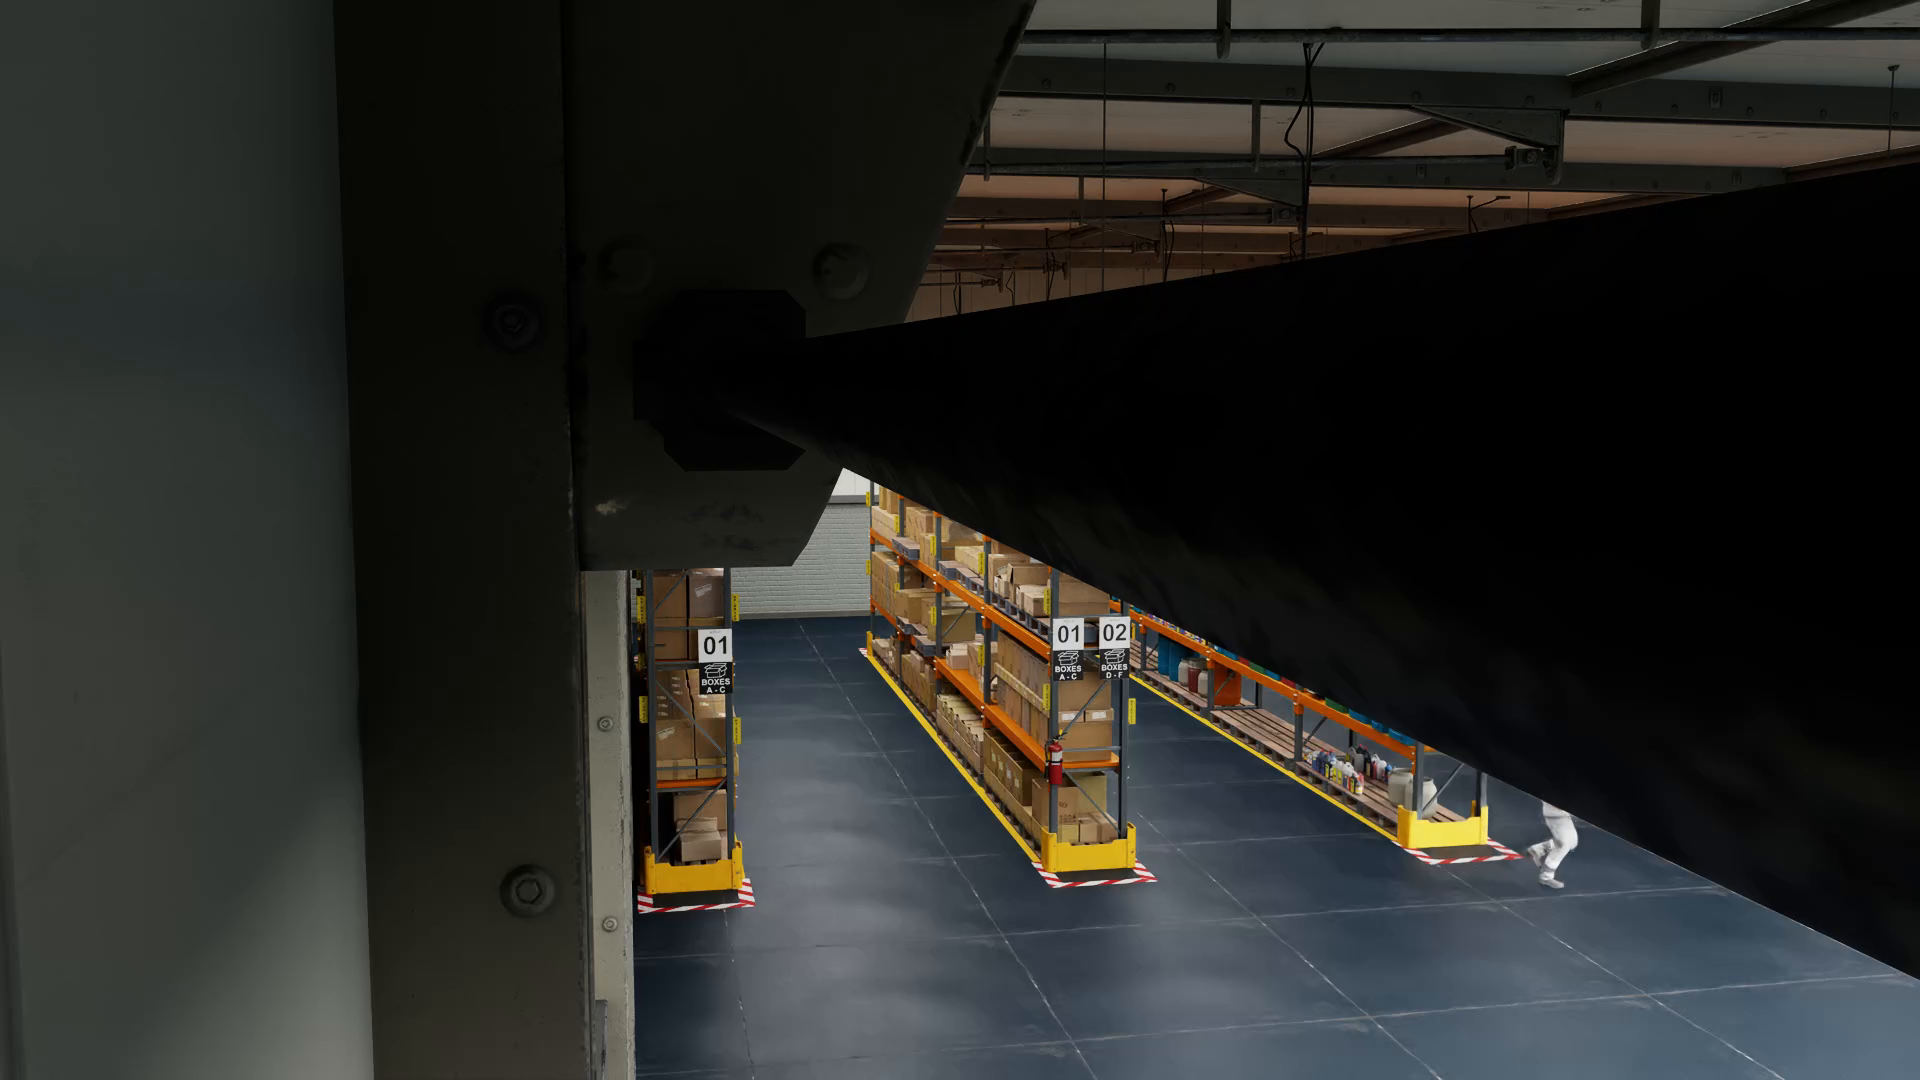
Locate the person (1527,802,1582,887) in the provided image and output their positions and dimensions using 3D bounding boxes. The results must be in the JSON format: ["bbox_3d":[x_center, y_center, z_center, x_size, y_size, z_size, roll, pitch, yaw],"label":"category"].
[{"bbox_3d":[7.291,3.356,20.298,0.665,1.744,0.696,3,7,23],"label":"person"}]
